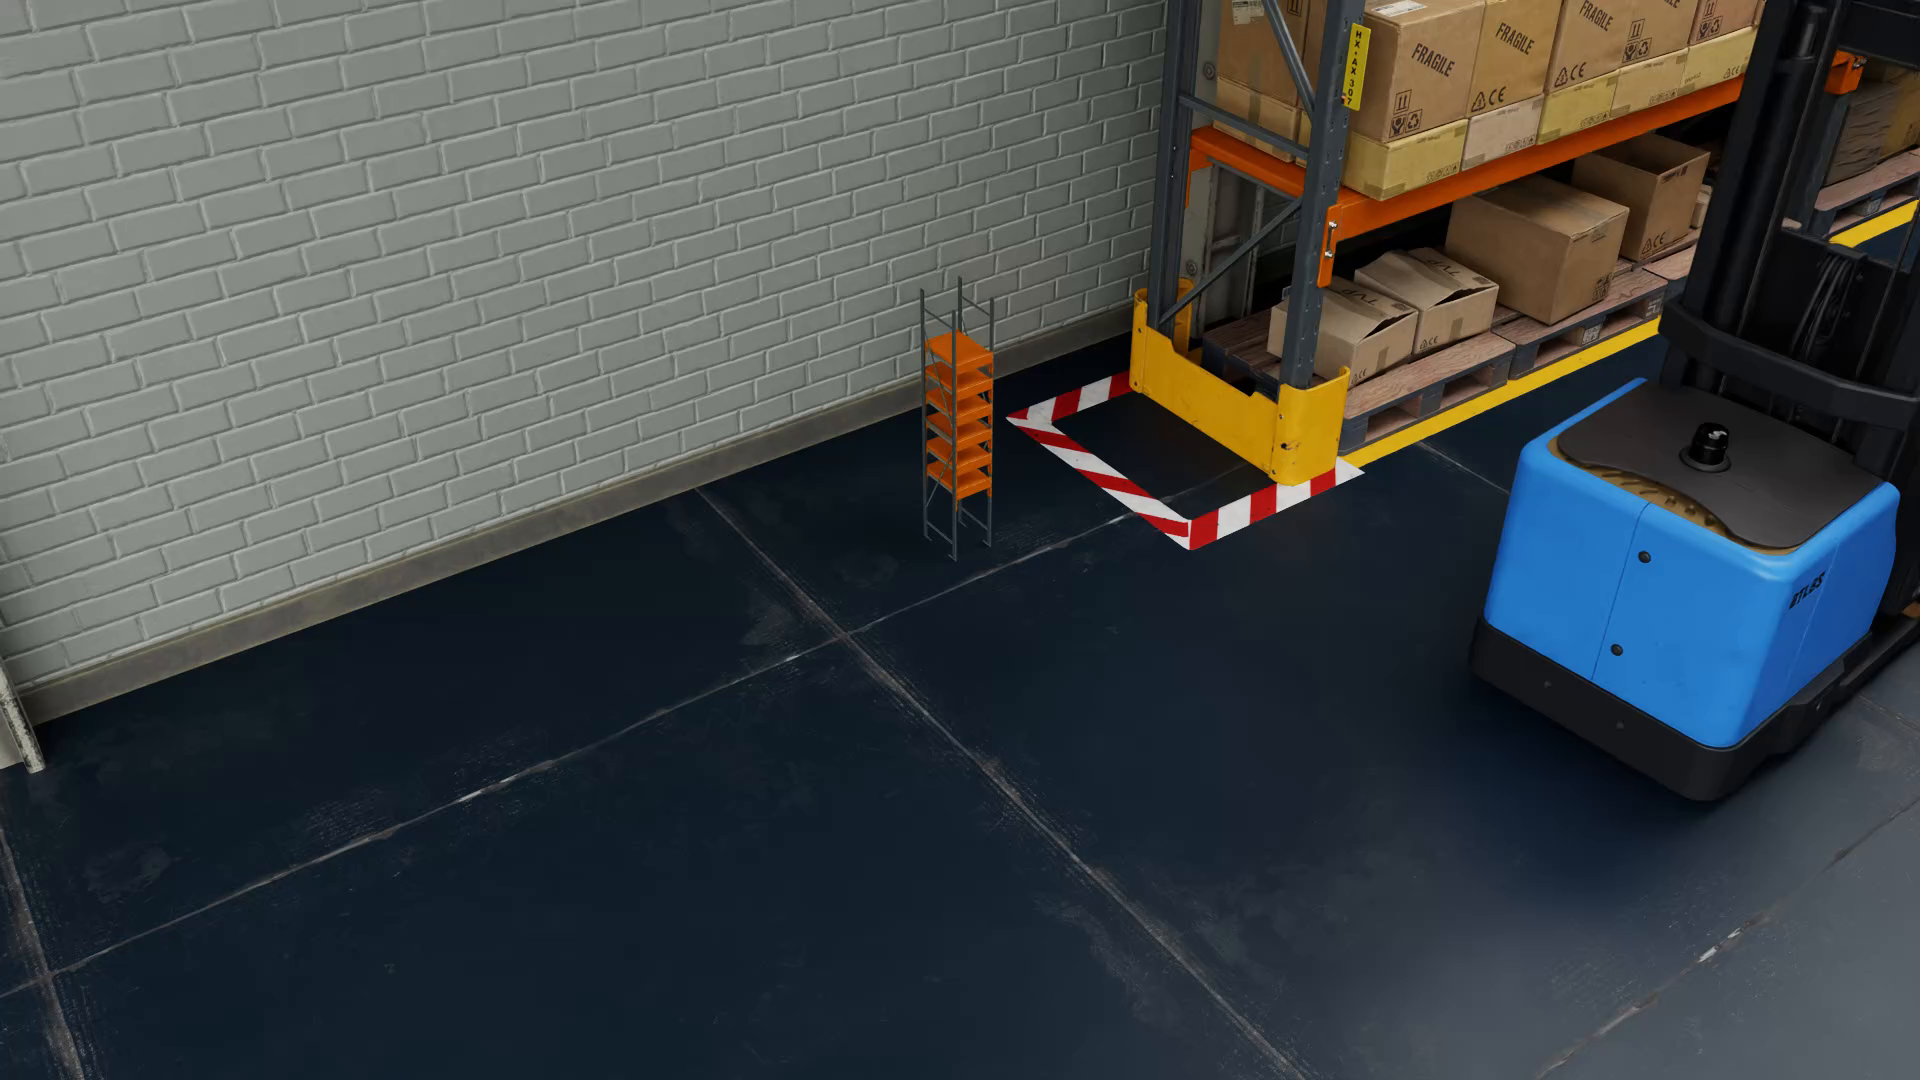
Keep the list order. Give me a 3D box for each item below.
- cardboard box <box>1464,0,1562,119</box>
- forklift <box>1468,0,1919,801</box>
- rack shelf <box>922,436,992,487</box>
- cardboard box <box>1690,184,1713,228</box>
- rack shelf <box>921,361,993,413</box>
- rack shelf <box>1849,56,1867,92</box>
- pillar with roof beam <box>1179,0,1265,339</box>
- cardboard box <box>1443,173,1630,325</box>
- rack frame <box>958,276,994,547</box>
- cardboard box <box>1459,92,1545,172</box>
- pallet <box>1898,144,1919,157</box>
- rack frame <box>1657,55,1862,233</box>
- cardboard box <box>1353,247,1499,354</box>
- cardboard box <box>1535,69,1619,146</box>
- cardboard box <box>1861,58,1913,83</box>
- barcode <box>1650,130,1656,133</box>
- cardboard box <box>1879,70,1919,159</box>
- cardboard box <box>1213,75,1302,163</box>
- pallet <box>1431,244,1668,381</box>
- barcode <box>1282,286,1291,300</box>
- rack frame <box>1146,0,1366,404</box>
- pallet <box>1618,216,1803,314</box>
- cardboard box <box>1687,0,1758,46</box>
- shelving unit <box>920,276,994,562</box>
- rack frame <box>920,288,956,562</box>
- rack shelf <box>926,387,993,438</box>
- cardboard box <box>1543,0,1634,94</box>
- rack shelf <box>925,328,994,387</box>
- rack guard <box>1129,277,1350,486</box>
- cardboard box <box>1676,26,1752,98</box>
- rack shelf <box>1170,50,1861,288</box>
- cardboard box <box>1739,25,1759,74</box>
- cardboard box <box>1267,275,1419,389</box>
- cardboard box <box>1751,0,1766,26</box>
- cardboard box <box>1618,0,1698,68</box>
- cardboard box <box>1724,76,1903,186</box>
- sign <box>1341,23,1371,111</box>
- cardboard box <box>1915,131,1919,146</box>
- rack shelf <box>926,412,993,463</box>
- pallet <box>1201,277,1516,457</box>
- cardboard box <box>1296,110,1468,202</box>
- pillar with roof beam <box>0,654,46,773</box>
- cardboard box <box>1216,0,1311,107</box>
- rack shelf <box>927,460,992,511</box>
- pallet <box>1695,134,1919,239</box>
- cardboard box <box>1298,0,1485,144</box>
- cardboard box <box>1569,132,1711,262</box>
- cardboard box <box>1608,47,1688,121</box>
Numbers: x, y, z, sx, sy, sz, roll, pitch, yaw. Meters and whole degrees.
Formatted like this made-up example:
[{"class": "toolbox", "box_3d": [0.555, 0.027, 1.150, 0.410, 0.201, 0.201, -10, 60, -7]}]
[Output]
[{"class": "cardboard box", "box_3d": [2.208, -2.190, 7.196, 0.500, 0.500, 0.500, -22, 41, -28]}, {"class": "forklift", "box_3d": [3.422, -0.992, 6.120, 3.031, 2.935, 1.130, -26, 43, -32]}, {"class": "rack shelf", "box_3d": [-0.012, -0.349, 6.989, 0.180, 0.103, 0.258, -22, 41, -28]}, {"class": "cardboard box", "box_3d": [4.084, -1.940, 9.428, 0.250, 0.166, 0.380, -28, 44, -33]}, {"class": "rack shelf", "box_3d": [-0.012, -0.641, 6.779, 0.180, 0.103, 0.258, -22, 41, -28]}, {"class": "rack shelf", "box_3d": [6.139, -3.486, 10.144, 4.000, 0.370, 1.077, -22, 41, -28]}, {"class": "pillar with roof beam", "box_3d": [3.789, -2.789, 3.421, 0.400, 9.000, 9.100, -22, 41, -28]}, {"class": "cardboard box", "box_3d": [2.947, -1.528, 8.570, 0.500, 0.500, 0.700, -25, 43, -31]}, {"class": "rack frame", "box_3d": [0.063, -0.513, 6.936, 0.006, 1.200, 0.240, -22, 41, -28]}, {"class": "cardboard box", "box_3d": [2.233, -1.901, 7.436, 0.500, 0.250, 0.500, -24, 42, -29]}, {"class": "pallet", "box_3d": [6.138, -2.649, 10.752, 1.213, 0.211, 1.003, -22, 41, -28]}, {"class": "rack frame", "box_3d": [4.504, -3.106, 8.999, 0.127, 3.000, 1.000, -22, 41, -28]}, {"class": "cardboard box", "box_3d": [2.318, -1.229, 8.315, 0.500, 0.311, 0.500, -19, 40, -24]}, {"class": "cardboard box", "box_3d": [2.653, -2.070, 7.670, 0.500, 0.250, 0.500, -23, 42, -29]}, {"class": "cardboard box", "box_3d": [5.455, -2.979, 9.945, 0.500, 0.250, 0.500, -23, 42, -29]}, {"class": "barcode", "box_3d": [3.925, -2.332, 9.414, 0.075, 0.075, 0.001, -22, 41, -28]}, {"class": "cardboard box", "box_3d": [5.490, -2.723, 10.231, 0.500, 0.500, 0.700, -23, 42, -29]}, {"class": "cardboard box", "box_3d": [1.505, -1.957, 7.513, 0.500, 0.250, 0.500, -22, 41, -27]}, {"class": "pallet", "box_3d": [2.978, -1.318, 8.902, 1.213, 0.211, 1.003, -22, 41, -28]}, {"class": "barcode", "box_3d": [1.637, -1.238, 8.320, 0.075, 0.075, 0.001, -22, 41, -28]}, {"class": "rack frame", "box_3d": [1.235, -1.760, 7.128, 0.127, 3.000, 1.000, -22, 41, -28]}, {"class": "pallet", "box_3d": [3.976, -1.731, 9.476, 1.213, 0.211, 1.003, -22, 41, -28]}, {"class": "cardboard box", "box_3d": [3.474, -2.716, 7.926, 0.500, 0.500, 0.500, -24, 42, -29]}, {"class": "shelving unit", "box_3d": [-0.012, -0.482, 6.893, 0.189, 1.200, 0.258, -22, 41, -28]}, {"class": "rack frame", "box_3d": [-0.087, -0.451, 6.850, 0.006, 1.200, 0.240, -22, 41, -28]}, {"class": "rack shelf", "box_3d": [-0.012, -0.544, 6.849, 0.180, 0.103, 0.258, -22, 41, -28]}, {"class": "cardboard box", "box_3d": [2.634, -2.361, 7.433, 0.500, 0.500, 0.500, -24, 42, -29]}, {"class": "rack shelf", "box_3d": [-0.012, -0.738, 6.709, 0.180, 0.103, 0.258, -22, 41, -28]}, {"class": "rack guard", "box_3d": [1.297, -0.771, 7.894, 0.348, 0.500, 1.175, -22, 41, -28]}, {"class": "cardboard box", "box_3d": [3.478, -2.409, 8.141, 0.500, 0.250, 0.500, -23, 41, -28]}, {"class": "rack shelf", "box_3d": [2.870, -2.141, 8.274, 4.000, 0.370, 1.077, -22, 41, -28]}, {"class": "cardboard box", "box_3d": [3.880, -2.585, 8.387, 0.500, 0.250, 0.500, -22, 41, -28]}, {"class": "cardboard box", "box_3d": [1.852, -1.037, 8.049, 0.500, 0.311, 0.500, -28, 44, -33]}, {"class": "cardboard box", "box_3d": [3.892, -2.880, 8.154, 0.500, 0.500, 0.500, -23, 41, -28]}, {"class": "cardboard box", "box_3d": [3.049, -2.540, 7.682, 0.500, 0.500, 0.500, -21, 41, -27]}, {"class": "cardboard box", "box_3d": [5.097, -2.525, 9.956, 0.500, 0.500, 0.700, -21, 41, -26]}, {"class": "sign", "box_3d": [1.548, -1.853, 6.516, 0.005, 0.325, 0.100, -22, 41, -28]}, {"class": "cardboard box", "box_3d": [5.930, -2.875, 10.442, 0.500, 0.500, 0.700, -22, 41, -27]}, {"class": "rack shelf", "box_3d": [-0.012, -0.446, 6.919, 0.180, 0.103, 0.258, -22, 41, -28]}, {"class": "pallet", "box_3d": [1.981, -0.910, 8.334, 1.213, 0.211, 1.003, -22, 41, -28]}, {"class": "cardboard box", "box_3d": [1.817, -1.720, 7.184, 0.500, 0.250, 0.500, -24, 42, -29]}, {"class": "pillar with roof beam", "box_3d": [-1.116, -0.771, 0.615, 0.400, 9.000, 9.100, -22, 41, -28]}, {"class": "cardboard box", "box_3d": [1.498, -2.272, 7.309, 0.500, 0.500, 0.500, -23, 42, -28]}, {"class": "rack shelf", "box_3d": [-0.012, -0.251, 7.059, 0.180, 0.103, 0.258, -22, 41, -28]}, {"class": "pallet", "box_3d": [5.140, -2.236, 10.178, 1.213, 0.211, 1.003, -22, 41, -28]}, {"class": "cardboard box", "box_3d": [1.798, -2.029, 6.971, 0.500, 0.500, 0.500, -22, 41, -28]}, {"class": "cardboard box", "box_3d": [3.679, -1.901, 9.088, 0.500, 0.500, 0.500, -26, 43, -31]}, {"class": "cardboard box", "box_3d": [3.067, -2.239, 7.905, 0.500, 0.250, 0.500, -22, 41, -27]}]
